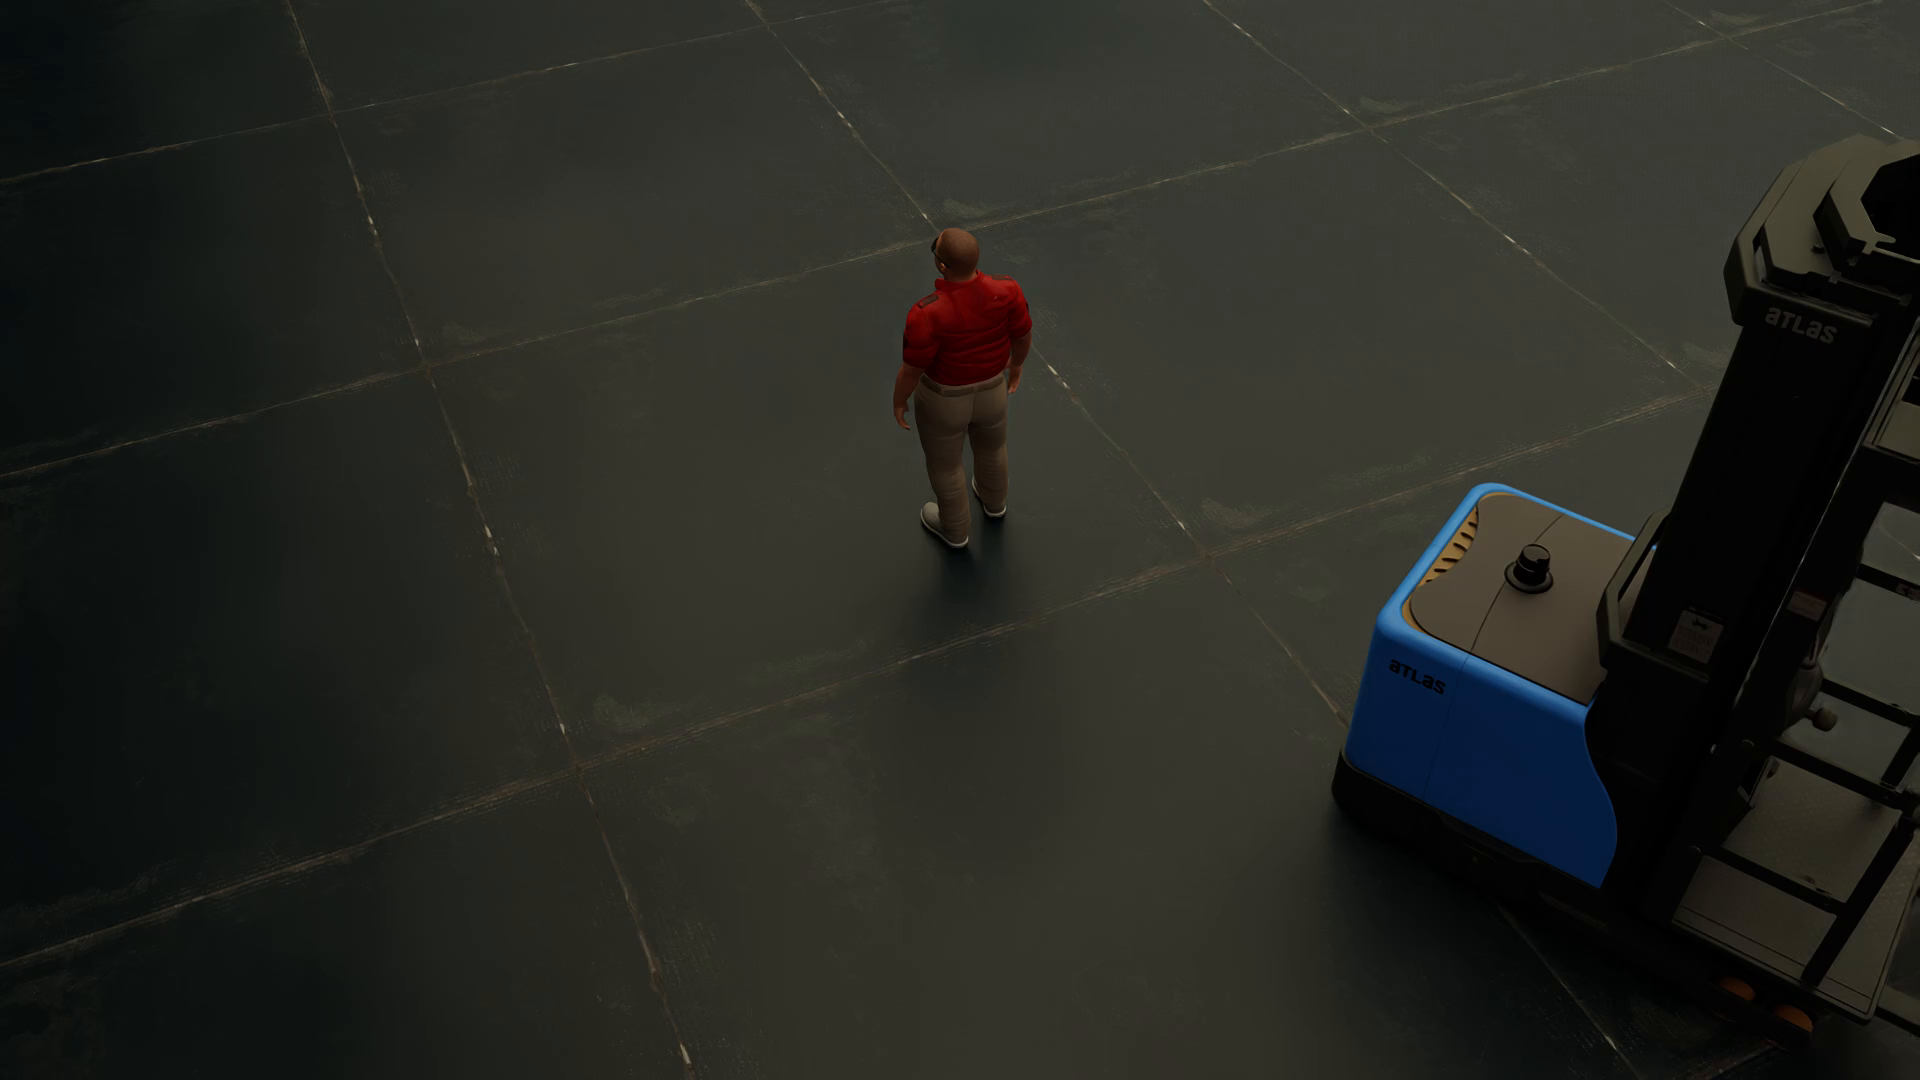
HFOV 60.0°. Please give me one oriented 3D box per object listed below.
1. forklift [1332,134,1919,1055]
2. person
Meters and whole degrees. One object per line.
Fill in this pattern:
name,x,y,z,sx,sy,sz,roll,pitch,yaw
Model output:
forklift,2.980,0.317,5.341,3.031,2.935,1.130,26,49,25
person,-0.028,-0.696,7.296,0.641,1.727,0.550,-18,46,-18
